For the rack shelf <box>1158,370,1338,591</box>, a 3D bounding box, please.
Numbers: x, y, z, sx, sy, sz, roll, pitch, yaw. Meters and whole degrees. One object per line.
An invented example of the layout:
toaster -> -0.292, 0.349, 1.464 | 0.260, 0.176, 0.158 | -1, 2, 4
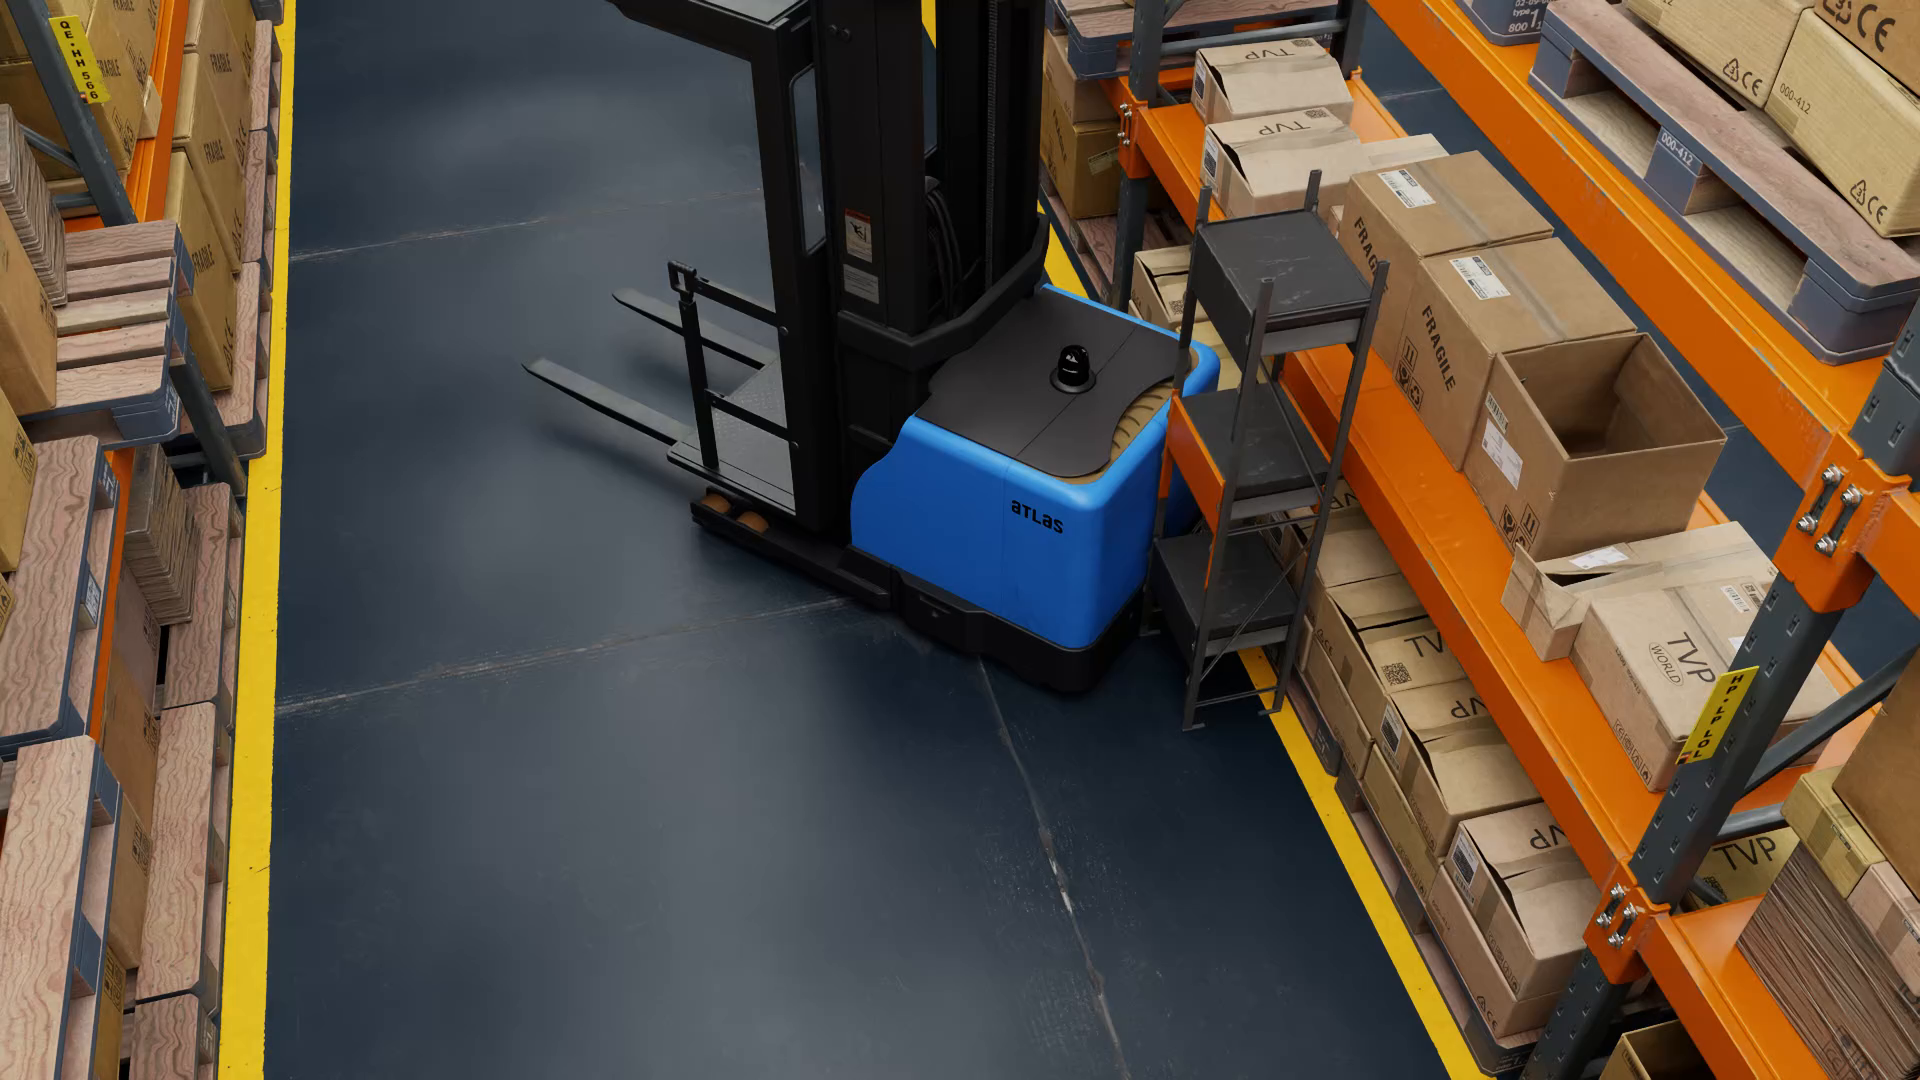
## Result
rack shelf -> 0.983, -0.206, 5.745 | 0.431, 0.518, 0.480 | -10, 47, -11

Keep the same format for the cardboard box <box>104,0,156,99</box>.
cardboard box -> -3.582, -2.074, 6.641 | 0.500, 0.500, 0.500 | -9, 46, -9

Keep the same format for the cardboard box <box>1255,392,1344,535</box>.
cardboard box -> 1.329, -0.343, 6.475 | 0.500, 0.311, 0.500 | -12, 47, -11

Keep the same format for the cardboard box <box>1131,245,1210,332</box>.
cardboard box -> 1.058, -1.056, 7.174 | 0.500, 0.311, 0.500 | -9, 46, -9

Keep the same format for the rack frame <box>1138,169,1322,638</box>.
rack frame -> 0.920, -0.385, 5.899 | 0.400, 2.100, 0.015 | -10, 47, -11

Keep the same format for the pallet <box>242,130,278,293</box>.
pallet -> -4.018, -1.605, 8.426 | 1.003, 0.211, 1.213 | -11, 47, -10

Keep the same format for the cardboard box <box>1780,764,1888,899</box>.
cardboard box -> 2.113, 0.630, 3.759 | 0.380, 0.149, 0.250 | -11, 47, -10

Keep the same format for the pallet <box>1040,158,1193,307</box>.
pallet -> 1.053, -1.637, 8.457 | 1.003, 0.211, 1.213 | -11, 47, -10

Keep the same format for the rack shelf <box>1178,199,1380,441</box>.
rack shelf -> 0.993, -0.695, 5.244 | 0.431, 0.518, 0.480 | -10, 47, -11

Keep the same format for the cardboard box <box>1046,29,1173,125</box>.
cardboard box -> 0.723, -2.273, 8.045 | 0.500, 0.250, 0.500 | -9, 46, -9

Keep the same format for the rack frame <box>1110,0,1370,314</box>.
rack frame -> 1.208, -2.091, 6.949 | 1.000, 3.000, 0.127 | -11, 47, -10

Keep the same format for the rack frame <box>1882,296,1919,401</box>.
rack frame -> 2.232, -1.429, 2.100 | 1.000, 3.000, 0.127 | -11, 47, -10

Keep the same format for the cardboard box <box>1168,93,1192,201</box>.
cardboard box -> 1.228, -2.097, 8.397 | 0.500, 0.500, 0.500 | -12, 47, -12

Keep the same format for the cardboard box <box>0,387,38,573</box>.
cardboard box -> -3.110, -0.193, 4.711 | 0.700, 0.500, 0.500 | -11, 47, -10

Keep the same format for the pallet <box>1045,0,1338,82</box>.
pallet -> 0.966, -2.479, 7.464 | 1.213, 0.211, 1.003 | -11, 47, -10

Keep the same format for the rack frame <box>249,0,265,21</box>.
rack frame -> -4.604, -3.944, 8.766 | 1.000, 3.000, 0.127 | -11, 47, -10

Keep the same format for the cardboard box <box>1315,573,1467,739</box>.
cardboard box -> 1.586, 0.360, 5.786 | 0.500, 0.311, 0.500 | -11, 47, -10

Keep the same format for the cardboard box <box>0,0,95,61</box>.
cardboard box -> -3.454, -1.971, 6.015 | 0.500, 0.250, 0.500 | -10, 46, -9

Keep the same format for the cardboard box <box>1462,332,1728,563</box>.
cardboard box -> 1.916, -0.261, 5.086 | 0.500, 0.500, 0.500 | -8, 46, -7

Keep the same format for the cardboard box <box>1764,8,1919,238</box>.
cardboard box -> 2.083, -0.901, 3.494 | 0.500, 0.250, 0.500 | -6, 46, -6

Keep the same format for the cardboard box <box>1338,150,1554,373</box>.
cardboard box -> 1.653, -0.970, 5.781 | 0.500, 0.500, 0.500 | -13, 47, -12

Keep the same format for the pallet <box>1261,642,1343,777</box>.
pallet -> 1.689, 0.301, 6.557 | 1.003, 0.211, 1.213 | -11, 47, -10

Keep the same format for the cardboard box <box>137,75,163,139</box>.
cardboard box -> -3.483, -1.746, 6.773 | 0.380, 0.149, 0.250 | -9, 46, -9

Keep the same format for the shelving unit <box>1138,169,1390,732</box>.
shelving unit -> 0.983, -0.216, 5.735 | 0.431, 2.100, 0.503 | -10, 47, -11

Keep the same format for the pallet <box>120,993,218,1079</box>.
pallet -> -2.757, 2.018, 4.875 | 1.003, 0.211, 1.213 | -11, 47, -10

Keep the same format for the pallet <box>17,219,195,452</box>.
pallet -> -3.295, -0.643, 5.665 | 1.213, 0.211, 1.003 | -11, 47, -10

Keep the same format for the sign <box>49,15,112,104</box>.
sign -> -3.058, -1.666, 5.778 | 0.100, 0.325, 0.005 | -11, 47, -10

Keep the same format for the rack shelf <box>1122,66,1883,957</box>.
rack shelf -> 1.720, -0.458, 5.853 | 1.077, 0.370, 4.000 | -11, 47, -10

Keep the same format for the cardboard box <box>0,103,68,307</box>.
cardboard box -> -3.450, -1.049, 5.550 | 0.700, 0.500, 0.500 | -16, 48, -15

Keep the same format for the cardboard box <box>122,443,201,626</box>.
cardboard box -> -3.345, 0.026, 6.317 | 0.700, 0.500, 0.500 | -10, 46, -10

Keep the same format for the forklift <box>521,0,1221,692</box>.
forklift -> -0.525, -1.271, 6.194 | 3.031, 2.935, 1.130 | 25, 51, 23

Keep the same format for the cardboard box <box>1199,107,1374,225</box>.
cardboard box -> 1.249, -1.407, 6.341 | 0.500, 0.311, 0.500 | -11, 47, -11

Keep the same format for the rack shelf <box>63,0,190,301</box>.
rack shelf -> -4.092, -2.311, 7.669 | 1.077, 0.370, 4.000 | -11, 47, -10

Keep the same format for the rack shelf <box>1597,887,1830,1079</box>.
rack shelf -> 2.744, 2.304, 3.147 | 1.077, 0.370, 4.000 | -11, 47, -10

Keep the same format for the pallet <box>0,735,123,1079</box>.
pallet -> -2.611, 1.092, 3.965 | 1.003, 0.211, 1.213 | -11, 47, -10

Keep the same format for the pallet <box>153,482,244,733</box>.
pallet -> -3.381, 0.333, 6.526 | 1.003, 0.211, 1.213 | -11, 47, -10

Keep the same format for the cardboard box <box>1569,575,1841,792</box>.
cardboard box -> 2.063, 0.391, 4.622 | 0.500, 0.250, 0.500 | -8, 46, -8

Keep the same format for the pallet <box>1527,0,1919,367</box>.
pallet -> 1.993, -0.919, 3.834 | 0.805, 0.209, 1.217 | -12, 47, -12

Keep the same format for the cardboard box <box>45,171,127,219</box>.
cardboard box -> -3.440, -1.371, 6.406 | 0.380, 0.149, 0.250 | -11, 47, -11

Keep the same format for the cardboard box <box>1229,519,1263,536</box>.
cardboard box -> 1.326, -0.155, 6.684 | 0.500, 0.250, 0.500 | -12, 47, -11

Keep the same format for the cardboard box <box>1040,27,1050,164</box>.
cardboard box -> 0.609, -2.330, 8.626 | 0.500, 0.500, 0.500 | -12, 47, -12

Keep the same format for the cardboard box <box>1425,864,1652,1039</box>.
cardboard box -> 1.845, 1.253, 5.304 | 0.500, 0.250, 0.500 | -11, 47, -11

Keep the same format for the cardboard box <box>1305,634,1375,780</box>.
cardboard box -> 1.586, 0.550, 5.992 | 0.500, 0.250, 0.500 | -10, 46, -9

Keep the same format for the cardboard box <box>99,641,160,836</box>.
cardboard box -> -3.171, 0.741, 5.617 | 0.700, 0.500, 0.500 | -11, 47, -11

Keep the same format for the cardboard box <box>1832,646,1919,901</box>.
cardboard box -> 2.351, 0.487, 3.445 | 0.700, 0.500, 0.500 | -10, 47, -10

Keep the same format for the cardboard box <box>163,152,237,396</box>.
cardboard box -> -3.641, -1.109, 7.198 | 0.750, 0.750, 0.750 | -11, 47, -11

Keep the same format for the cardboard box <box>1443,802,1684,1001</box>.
cardboard box -> 1.851, 1.063, 5.097 | 0.500, 0.311, 0.500 | -11, 47, -10

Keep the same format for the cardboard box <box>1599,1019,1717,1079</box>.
cardboard box -> 2.048, 1.601, 4.437 | 0.500, 0.500, 0.500 | -11, 47, -10

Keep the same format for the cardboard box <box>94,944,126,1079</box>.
cardboard box -> -2.941, 1.447, 4.924 | 0.700, 0.500, 0.500 | -12, 47, -11

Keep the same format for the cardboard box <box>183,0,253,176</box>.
cardboard box -> -4.082, -2.300, 8.366 | 0.750, 0.750, 0.750 | -9, 46, -9

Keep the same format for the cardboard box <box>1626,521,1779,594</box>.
cardboard box -> 2.202, 0.110, 4.969 | 0.380, 0.149, 0.250 | -11, 47, -10
